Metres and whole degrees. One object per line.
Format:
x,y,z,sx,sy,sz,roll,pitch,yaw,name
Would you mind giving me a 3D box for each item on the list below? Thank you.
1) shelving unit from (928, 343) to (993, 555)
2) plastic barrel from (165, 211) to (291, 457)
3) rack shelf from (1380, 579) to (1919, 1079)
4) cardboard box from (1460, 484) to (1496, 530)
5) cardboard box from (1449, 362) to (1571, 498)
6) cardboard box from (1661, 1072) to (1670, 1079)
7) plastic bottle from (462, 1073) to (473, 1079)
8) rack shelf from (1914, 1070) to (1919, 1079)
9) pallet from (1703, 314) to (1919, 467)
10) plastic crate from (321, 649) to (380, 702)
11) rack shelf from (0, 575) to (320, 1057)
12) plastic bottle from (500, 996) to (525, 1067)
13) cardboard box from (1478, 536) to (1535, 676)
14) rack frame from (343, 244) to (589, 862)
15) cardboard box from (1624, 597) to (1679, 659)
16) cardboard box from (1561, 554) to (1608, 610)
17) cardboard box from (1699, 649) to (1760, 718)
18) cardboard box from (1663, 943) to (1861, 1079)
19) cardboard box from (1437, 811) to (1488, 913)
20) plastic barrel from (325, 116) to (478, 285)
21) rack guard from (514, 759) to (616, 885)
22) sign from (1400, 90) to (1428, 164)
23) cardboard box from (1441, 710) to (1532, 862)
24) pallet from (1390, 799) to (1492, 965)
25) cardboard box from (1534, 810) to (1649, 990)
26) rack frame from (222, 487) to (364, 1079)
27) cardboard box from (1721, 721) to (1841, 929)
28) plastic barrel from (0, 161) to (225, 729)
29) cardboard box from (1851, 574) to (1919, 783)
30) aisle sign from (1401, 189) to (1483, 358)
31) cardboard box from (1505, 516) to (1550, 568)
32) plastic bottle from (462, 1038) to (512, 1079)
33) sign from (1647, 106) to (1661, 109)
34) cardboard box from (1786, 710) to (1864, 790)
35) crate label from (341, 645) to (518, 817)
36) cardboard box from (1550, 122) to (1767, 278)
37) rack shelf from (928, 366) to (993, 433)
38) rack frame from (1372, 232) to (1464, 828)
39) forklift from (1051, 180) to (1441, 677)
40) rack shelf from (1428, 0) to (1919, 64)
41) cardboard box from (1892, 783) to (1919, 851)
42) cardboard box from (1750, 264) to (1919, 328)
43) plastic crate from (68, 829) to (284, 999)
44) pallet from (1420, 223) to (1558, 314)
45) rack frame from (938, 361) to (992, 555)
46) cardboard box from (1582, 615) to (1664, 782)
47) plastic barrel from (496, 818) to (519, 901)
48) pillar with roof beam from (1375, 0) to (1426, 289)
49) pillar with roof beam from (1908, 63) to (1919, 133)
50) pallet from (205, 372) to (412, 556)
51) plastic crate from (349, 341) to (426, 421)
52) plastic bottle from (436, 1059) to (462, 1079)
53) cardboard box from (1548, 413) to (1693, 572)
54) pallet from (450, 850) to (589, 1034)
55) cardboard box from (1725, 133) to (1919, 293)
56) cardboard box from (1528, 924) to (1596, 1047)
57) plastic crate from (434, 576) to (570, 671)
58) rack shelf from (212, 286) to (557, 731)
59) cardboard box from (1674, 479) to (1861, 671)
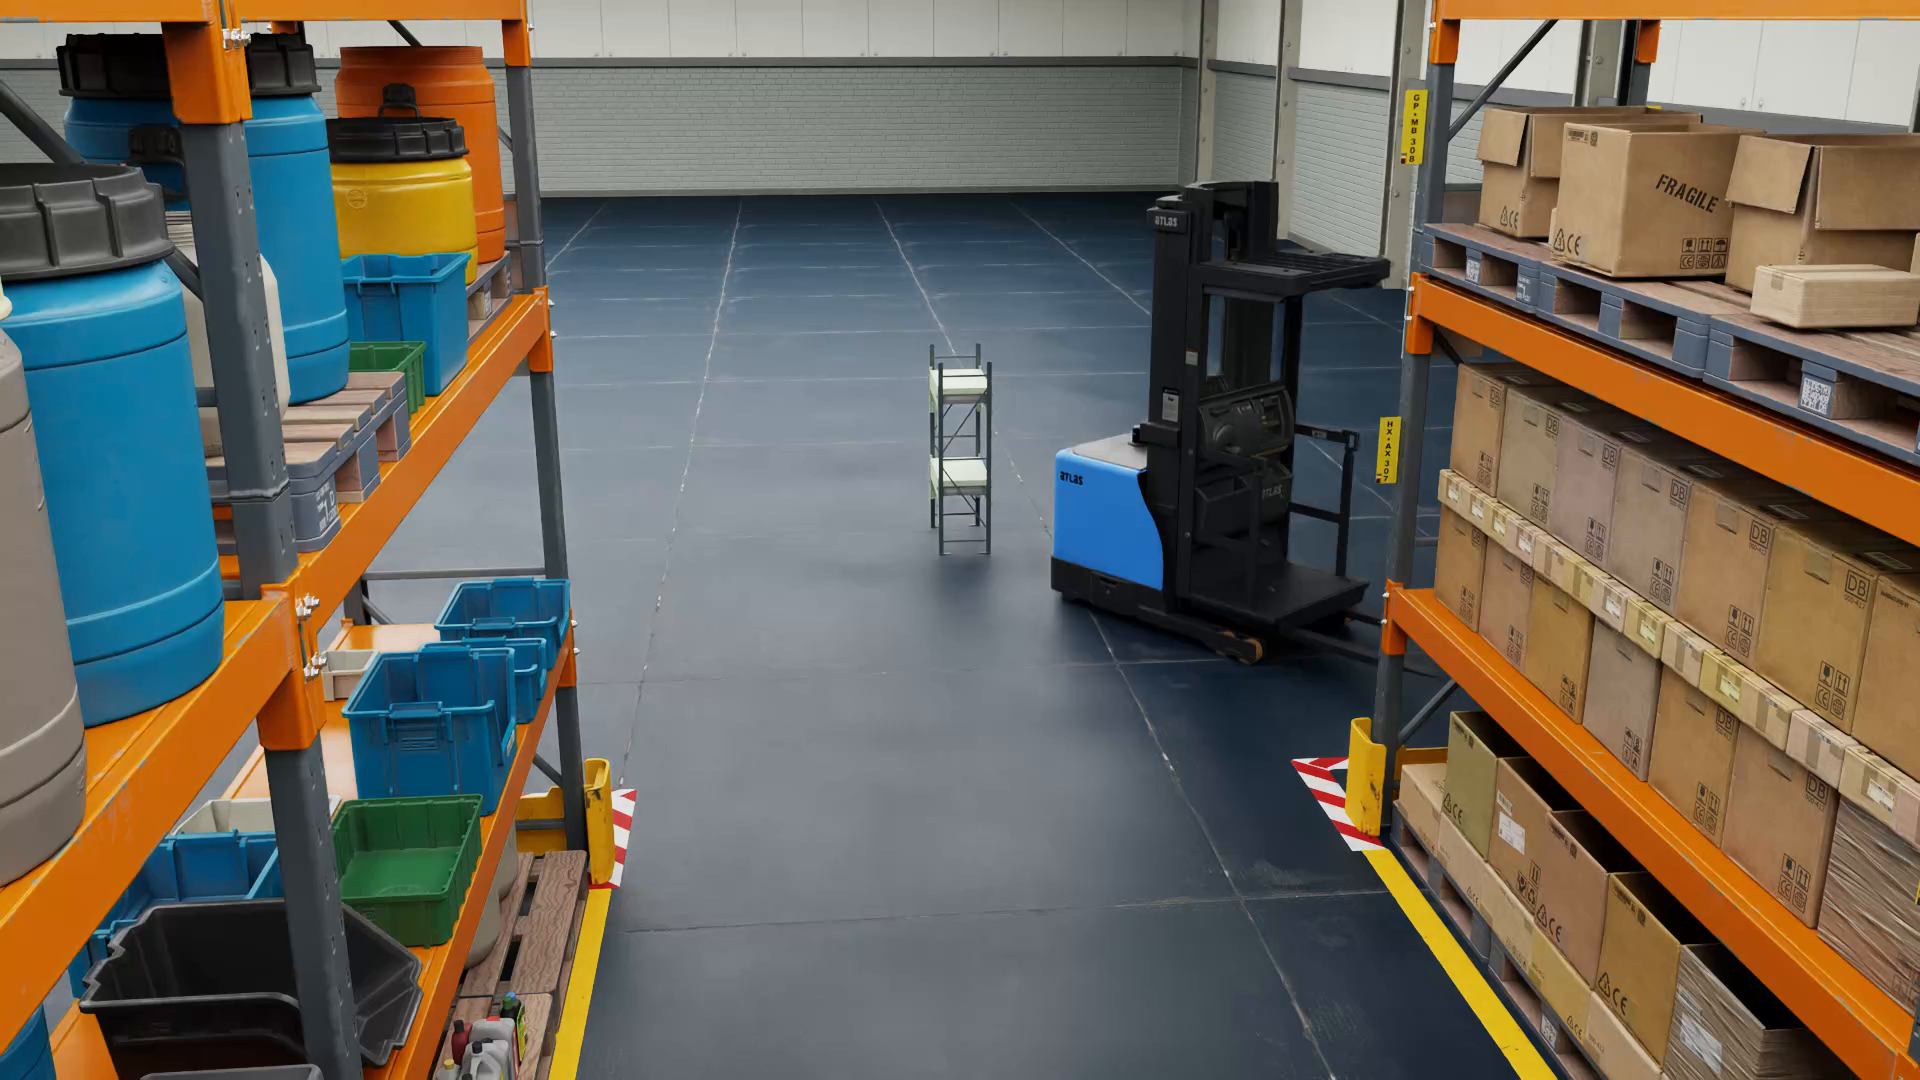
-0.001,-0.718,12.959,0.431,1.500,0.755,-2,18,-6,shelving unit
-1.761,-0.469,3.768,0.421,0.512,0.421,0,17,0,plastic barrel
2.809,0.945,6.359,1.077,0.370,4.000,-2,18,-6,rack shelf
2.459,-0.149,7.393,0.380,0.149,0.250,-2,18,-7,cardboard box
2.643,-0.505,7.445,0.700,0.500,0.500,-2,18,-5,cardboard box
2.708,2.029,5.596,0.500,0.250,0.500,-2,18,-6,cardboard box
-1.646,1.968,5.590,0.144,0.351,0.185,-2,18,-6,plastic bottle
3.221,2.137,2.563,1.077,0.370,4.000,-2,18,-6,rack shelf
2.901,-0.444,4.724,1.003,0.211,1.213,-2,18,-6,pallet
-2.553,0.561,6.824,0.298,0.136,0.250,-2,18,-6,plastic crate
-1.706,0.858,1.630,1.077,0.370,4.000,-2,18,-6,rack shelf
-1.669,1.812,6.197,0.061,0.283,0.133,-1,17,-4,plastic bottle
2.697,0.254,7.192,0.700,0.500,0.500,-1,17,-4,cardboard box
-2.325,0.158,7.665,1.000,3.000,0.127,-2,18,-6,rack frame
2.614,0.309,5.935,0.380,0.149,0.250,-1,17,-4,cardboard box
2.564,0.156,6.421,0.380,0.149,0.250,-2,18,-6,cardboard box
2.671,0.463,5.444,0.380,0.149,0.250,-2,18,-6,cardboard box
2.710,1.671,5.484,0.500,0.500,0.500,-2,18,-6,cardboard box
2.492,1.433,7.493,0.500,0.250,0.500,-2,18,-6,cardboard box
-2.081,-1.227,6.055,0.600,0.588,0.600,0,17,0,plastic barrel
-2.270,1.372,7.972,1.175,0.500,0.348,-2,18,-6,rack guard
2.050,-1.864,7.508,0.100,0.325,0.005,-2,18,-6,sign
2.490,1.076,7.381,0.500,0.500,0.500,-2,18,-6,cardboard box
2.723,1.563,7.845,1.003,0.211,1.213,-2,18,-6,pallet
2.589,1.374,6.431,0.500,0.500,0.500,-2,18,-6,cardboard box
-1.912,1.350,3.869,1.000,3.000,0.127,-2,18,-6,rack frame
2.902,0.861,5.259,0.700,0.500,0.500,-2,18,-6,cardboard box
-1.644,-0.176,2.884,0.600,0.901,0.708,-2,18,-6,plastic barrel
2.963,0.399,4.564,0.700,0.500,0.500,-2,18,-5,cardboard box
2.291,-1.244,7.792,0.394,0.787,0.004,-2,18,-6,aisle sign
2.507,0.001,6.917,0.380,0.149,0.250,-2,18,-6,cardboard box
-1.686,1.899,5.934,0.152,0.276,0.135,-2,18,-7,plastic bottle
3.144,-1.822,7.619,0.100,0.325,0.005,-2,18,-6,sign
2.721,0.615,4.961,0.380,0.149,0.250,-2,18,-7,cardboard box
-1.866,0.681,5.940,0.502,0.435,0.616,-2,18,-6,crate label
2.502,-1.236,5.998,0.500,0.500,0.500,-2,18,-6,cardboard box
-0.001,-1.090,12.842,0.431,0.370,0.720,-2,18,-6,rack shelf
2.602,0.006,8.149,1.000,3.000,0.127,-2,18,-6,rack frame
2.024,-0.774,10.749,1.130,2.935,3.031,-16,23,-41,forklift
2.809,-1.726,5.520,1.077,0.370,4.000,-2,18,-6,rack shelf
2.774,0.766,4.478,0.380,0.149,0.250,-2,18,-6,cardboard box
2.619,-0.731,4.975,0.380,0.149,0.250,-2,18,-6,cardboard box
-2.297,1.100,4.915,0.499,0.251,0.616,-2,18,-6,plastic crate
2.650,-1.171,7.039,1.003,0.211,1.213,-2,18,-6,pallet
0.037,-0.609,12.611,0.400,1.500,0.023,-2,18,-6,rack frame
2.800,0.559,6.221,0.700,0.500,0.500,-1,17,-4,cardboard box
-2.181,1.339,7.358,0.421,0.512,0.421,0,17,0,plastic barrel
2.323,-8.058,23.821,9.100,9.000,0.400,-2,18,-6,pillar with roof beam
3.561,-4.483,12.433,9.100,9.000,0.400,-2,18,-6,pillar with roof beam
-2.084,-0.203,4.123,1.213,0.211,1.003,-2,18,-6,pallet
-1.804,-0.459,4.976,0.336,0.188,0.450,-2,18,-6,plastic crate
-1.808,1.944,5.915,0.097,0.201,0.097,0,17,0,plastic bottle
2.756,-0.198,6.468,0.700,0.500,0.500,-2,18,-5,cardboard box
-2.192,1.752,7.244,1.003,0.211,1.213,-2,18,-6,pallet
2.971,-1.044,5.380,0.797,0.503,0.637,0,17,0,cardboard box
2.590,1.731,6.544,0.500,0.250,0.500,-2,18,-6,cardboard box
-1.976,0.369,7.242,0.499,0.251,0.616,-2,18,-6,plastic crate
-2.119,-0.334,5.426,1.077,0.370,4.000,-2,18,-6,rack shelf
2.859,0.100,5.519,0.700,0.500,0.500,-2,18,-6,cardboard box
